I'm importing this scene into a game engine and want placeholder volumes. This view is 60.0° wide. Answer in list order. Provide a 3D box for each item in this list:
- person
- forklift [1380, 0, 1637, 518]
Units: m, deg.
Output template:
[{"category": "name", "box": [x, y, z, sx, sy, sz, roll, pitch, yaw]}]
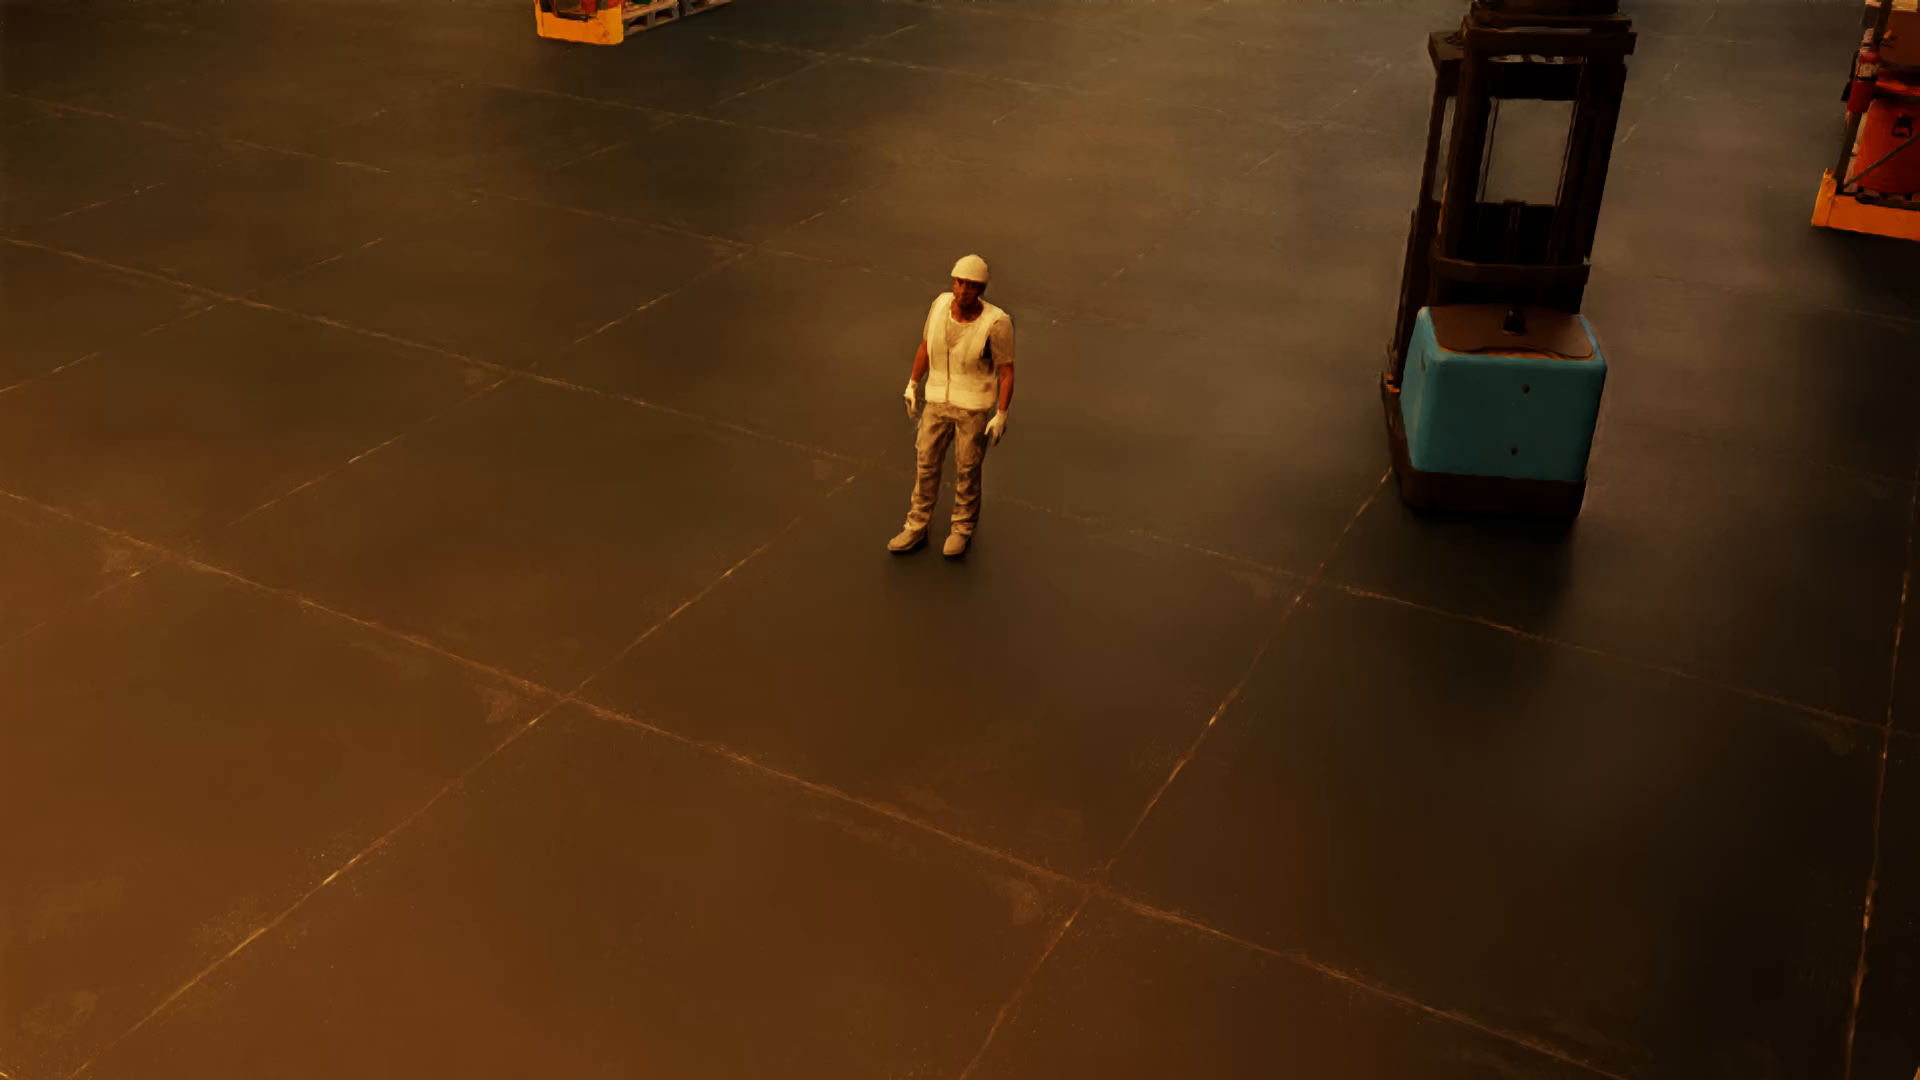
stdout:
[{"category": "person", "box": [-0.042, -0.749, 9.502, 0.655, 1.782, 0.576, 15, 33, 25]}, {"category": "forklift", "box": [3.487, -2.121, 10.745, 1.130, 2.935, 3.031, 4, 30, 8]}]
